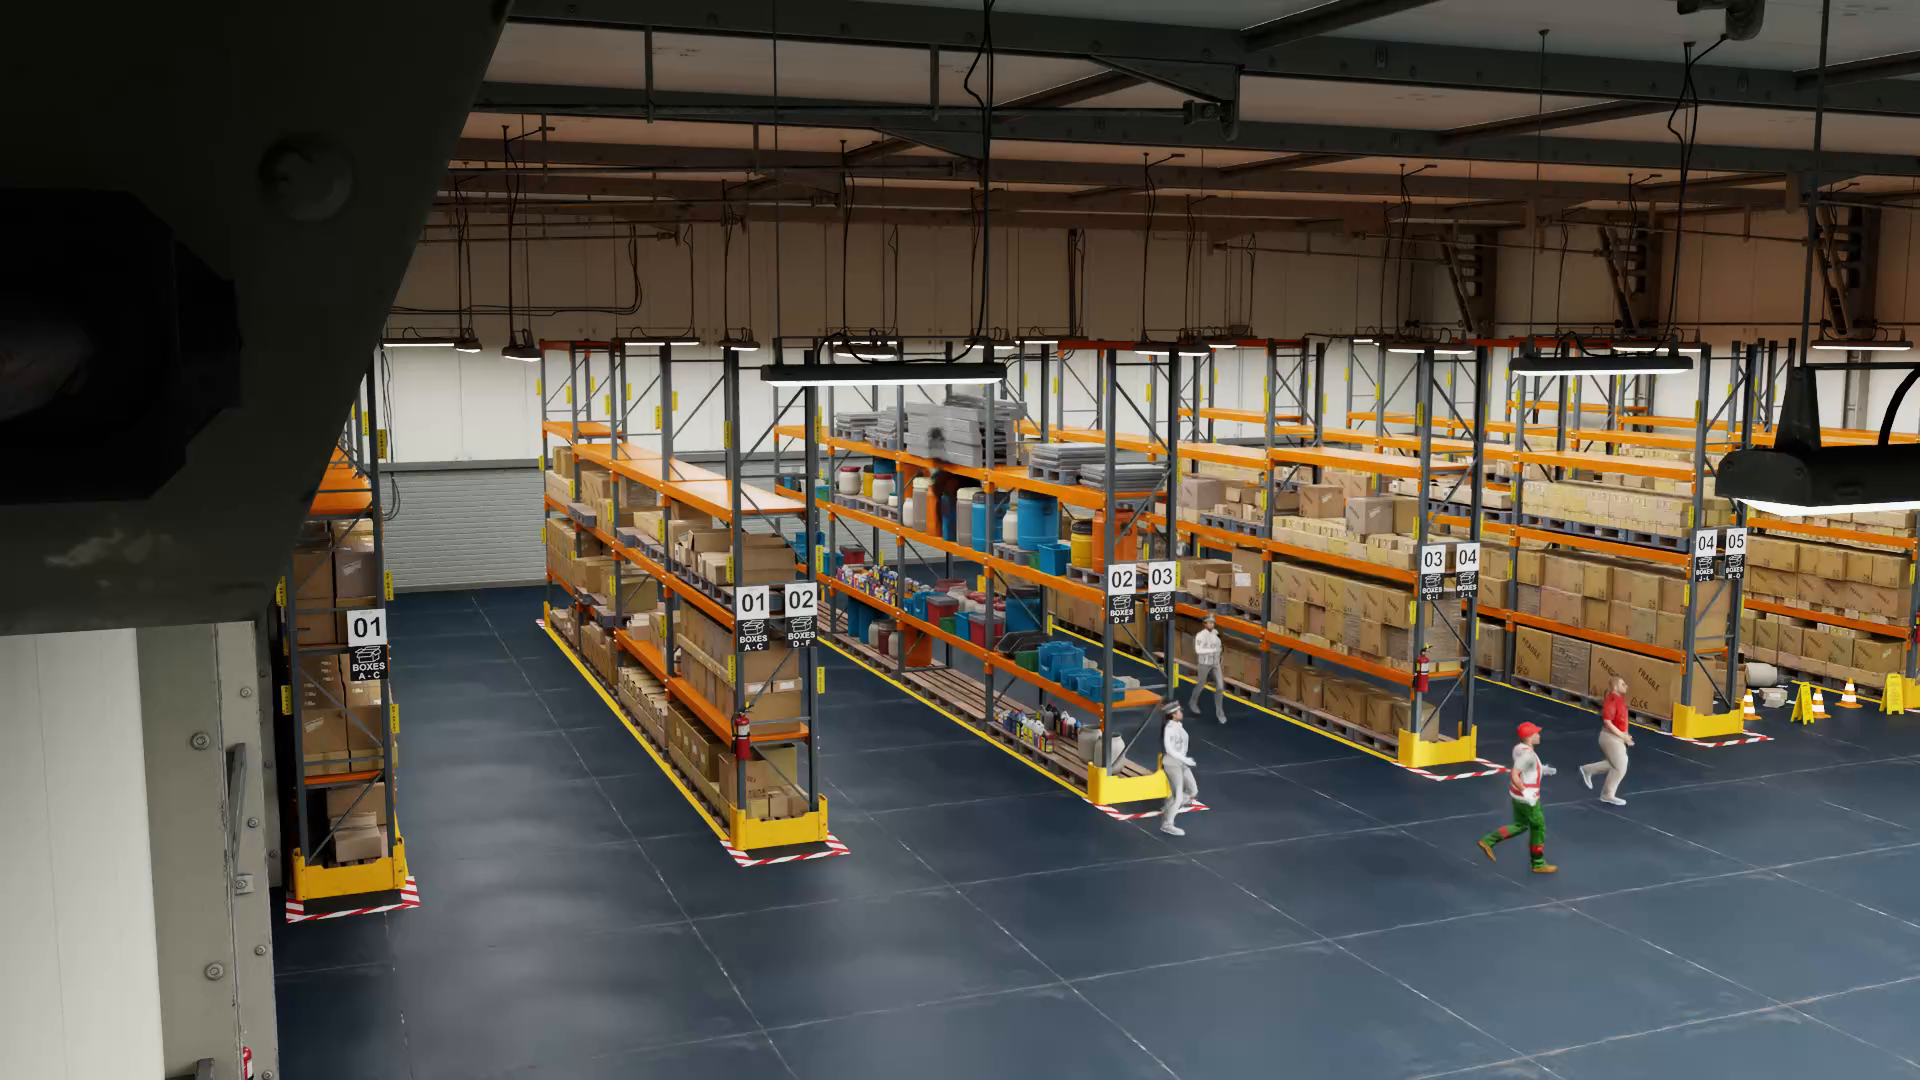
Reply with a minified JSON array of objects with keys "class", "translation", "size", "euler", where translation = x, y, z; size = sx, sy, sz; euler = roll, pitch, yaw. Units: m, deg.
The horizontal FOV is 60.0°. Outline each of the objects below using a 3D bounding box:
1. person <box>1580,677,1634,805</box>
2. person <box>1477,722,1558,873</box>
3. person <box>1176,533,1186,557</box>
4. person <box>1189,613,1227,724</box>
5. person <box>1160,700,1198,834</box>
[{"class":"person","translation":[8.597,2.640,22.052],"size":[0.644,1.702,0.686],"euler":[3,8,24]},{"class":"person","translation":[6.465,2.961,19.144],"size":[0.896,1.767,0.660],"euler":[1,7,6]},{"class":"person","translation":[4.837,0.610,37.775],"size":[0.682,1.616,0.924],"euler":[-2,8,-15]},{"class":"person","translation":[3.985,2.021,26.664],"size":[0.590,1.736,0.824],"euler":[-3,8,-24]},{"class":"person","translation":[2.724,2.824,20.764],"size":[0.497,1.676,0.669],"euler":[3,8,19]}]
